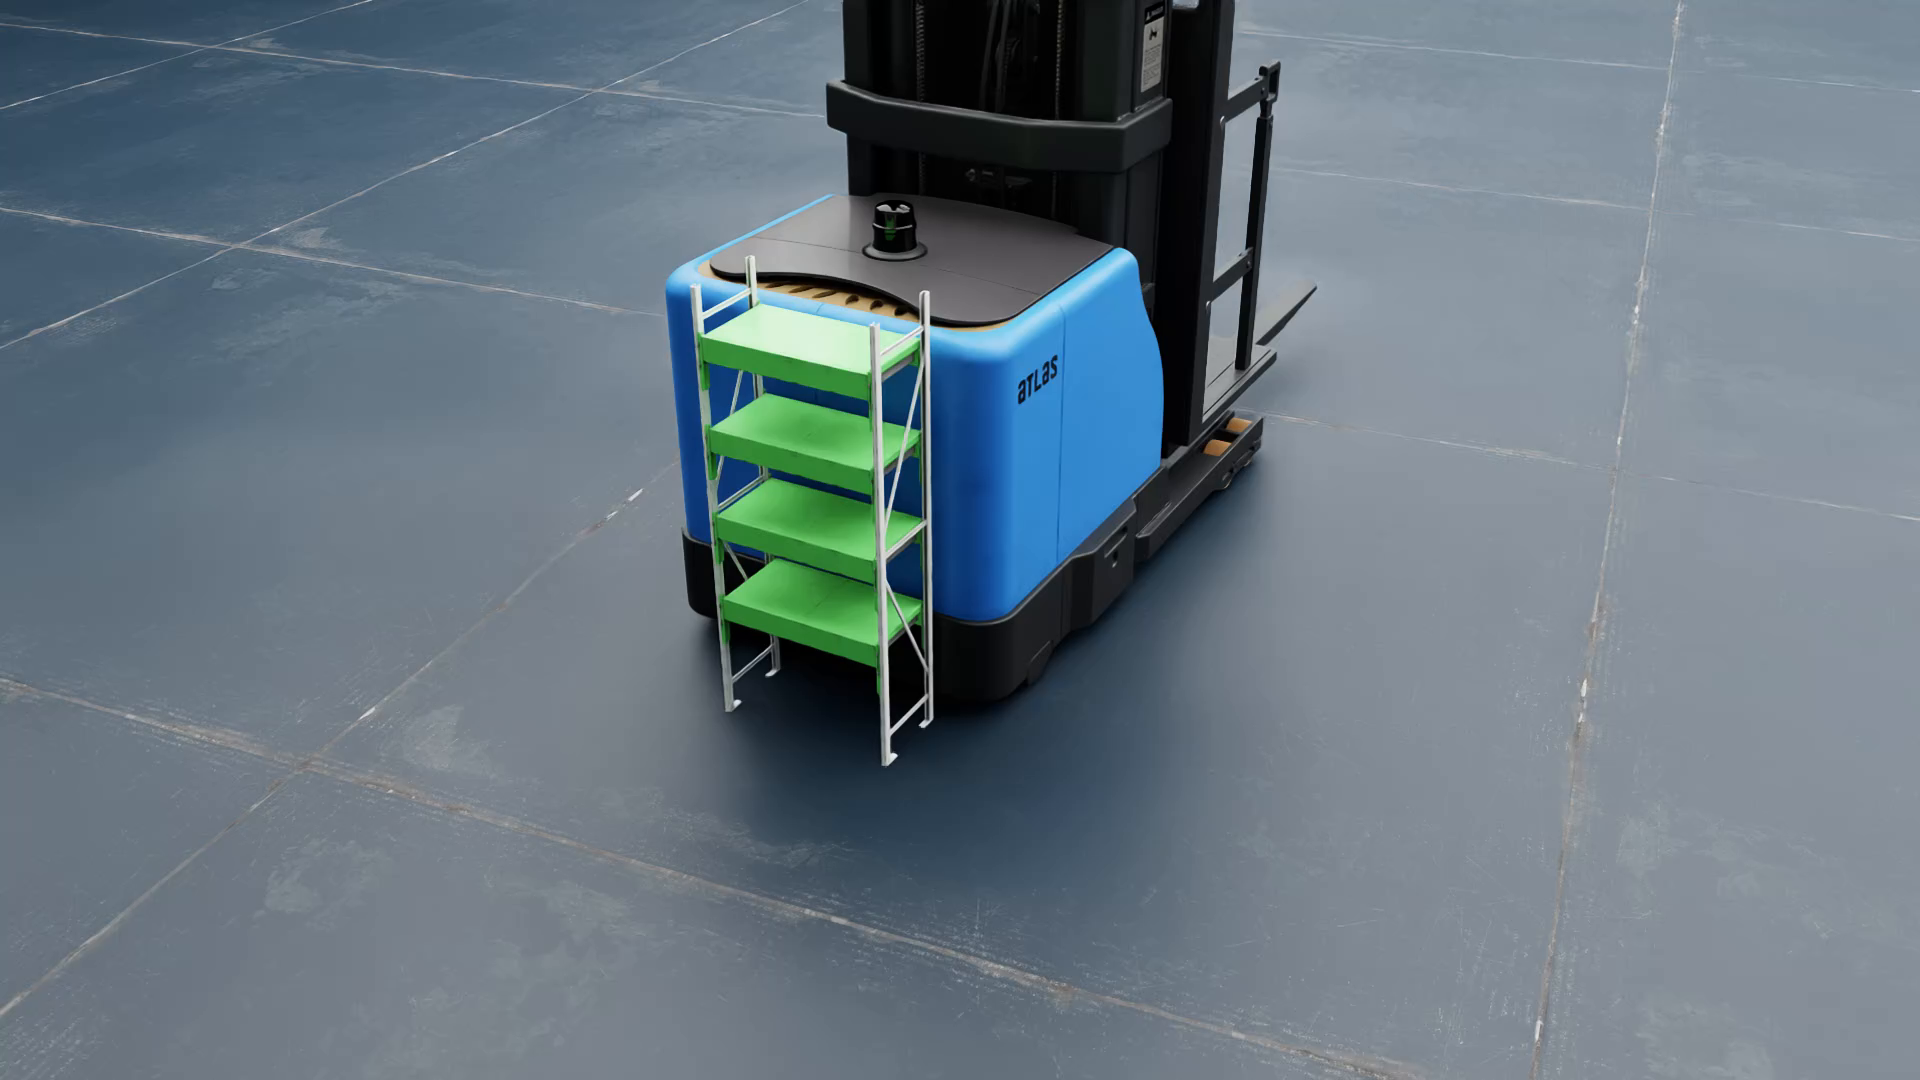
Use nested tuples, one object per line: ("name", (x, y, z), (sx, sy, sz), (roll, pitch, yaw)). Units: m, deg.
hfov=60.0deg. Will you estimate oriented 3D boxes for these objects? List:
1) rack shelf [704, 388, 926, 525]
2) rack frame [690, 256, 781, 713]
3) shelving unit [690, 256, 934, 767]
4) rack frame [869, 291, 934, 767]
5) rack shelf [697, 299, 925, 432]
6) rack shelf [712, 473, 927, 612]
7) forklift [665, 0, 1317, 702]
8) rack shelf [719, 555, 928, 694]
("rack shelf", (-0.348, -0.209, 4.043), (0.480, 0.148, 0.258), (15, 33, 25))
("rack frame", (-0.561, -0.114, 4.233), (0.015, 1.200, 0.240), (15, 33, 25))
("shelving unit", (-0.348, -0.056, 4.130), (0.503, 1.200, 0.258), (15, 33, 25))
("rack frame", (-0.135, 0.002, 4.027), (0.015, 1.200, 0.240), (15, 33, 25))
("rack shelf", (-0.348, -0.418, 3.925), (0.480, 0.148, 0.258), (15, 33, 25))
("rack shelf", (-0.348, -0.001, 4.161), (0.480, 0.148, 0.258), (15, 33, 25))
("forklift", (0.382, -1.545, 5.004), (1.130, 2.935, 3.031), (16, 33, 25))
("rack shelf", (-0.348, 0.208, 4.280), (0.480, 0.148, 0.258), (15, 33, 25))
